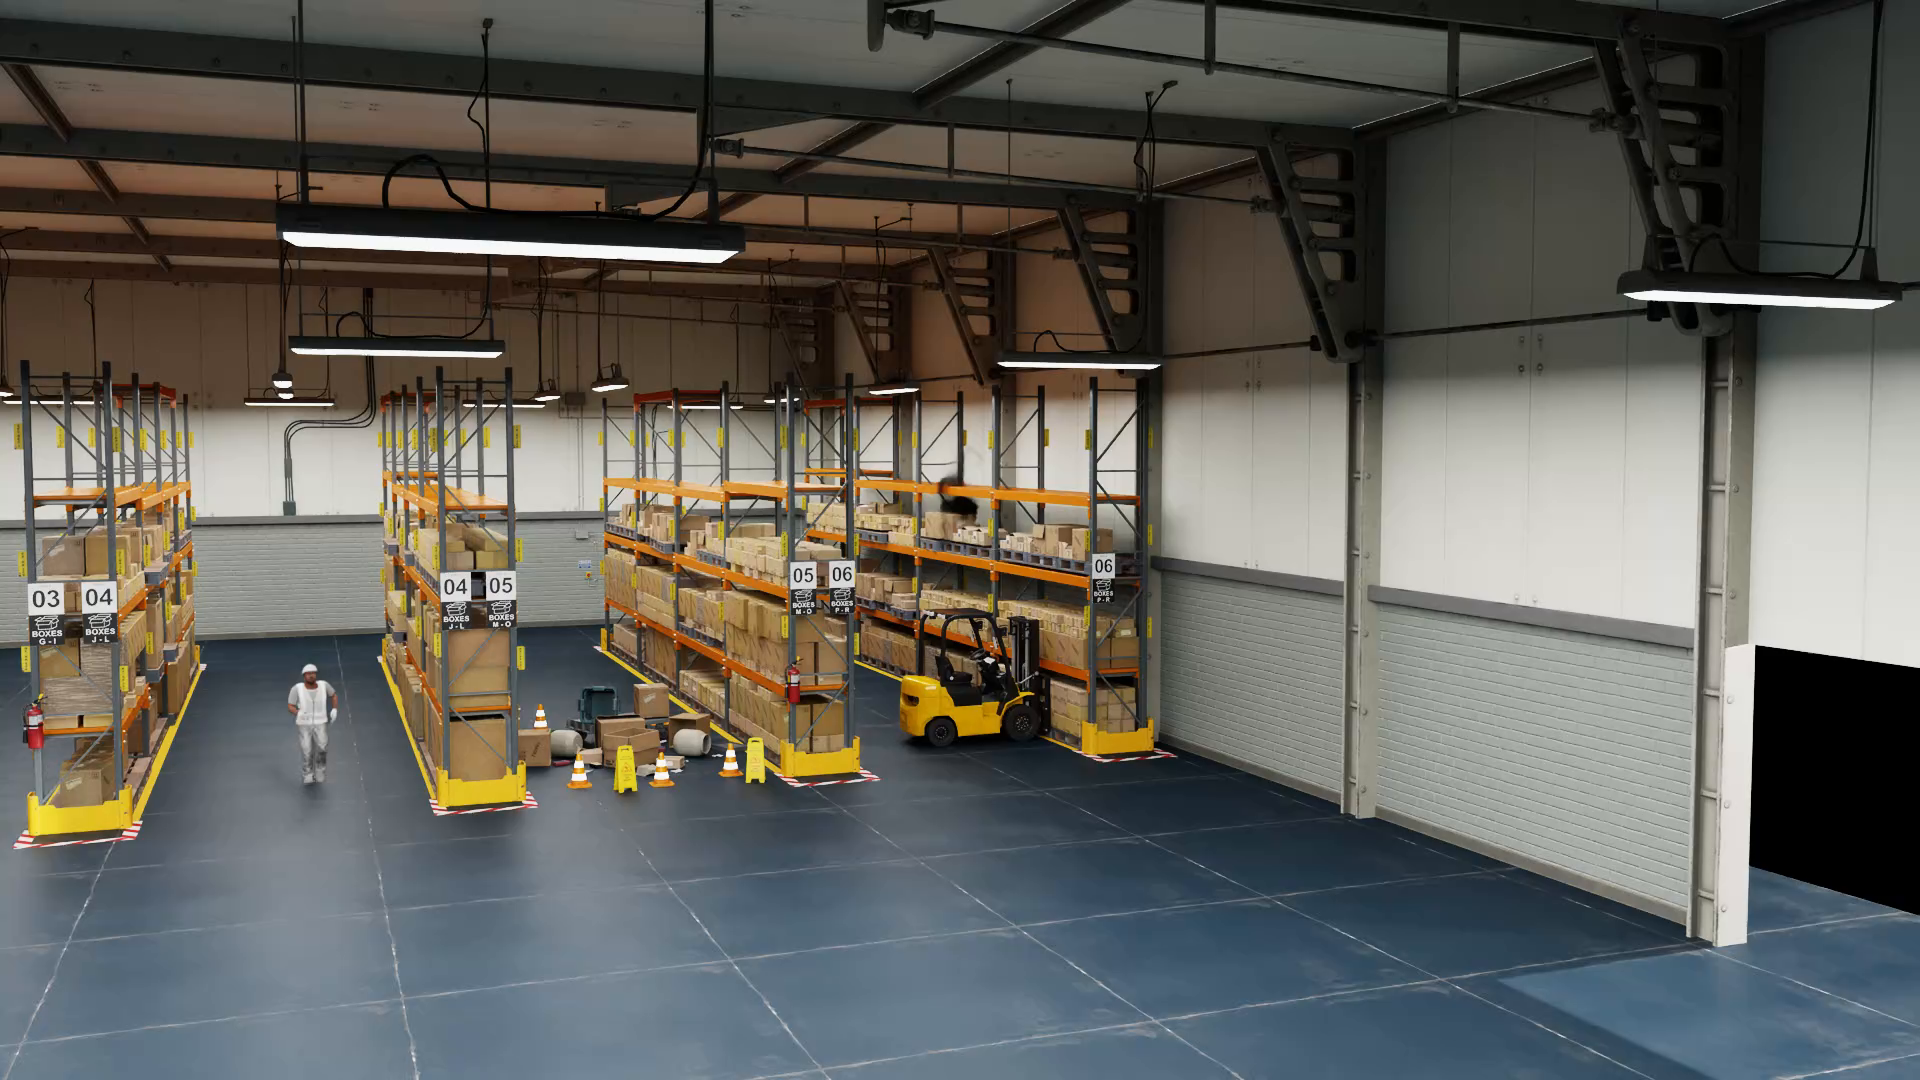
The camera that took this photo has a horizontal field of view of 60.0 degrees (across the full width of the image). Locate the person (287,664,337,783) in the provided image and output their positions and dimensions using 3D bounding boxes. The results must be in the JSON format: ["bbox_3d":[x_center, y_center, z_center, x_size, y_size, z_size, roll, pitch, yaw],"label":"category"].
[{"bbox_3d":[-9.354,2.674,24.064,0.700,1.760,0.635,-2,4,-29],"label":"person"}]
